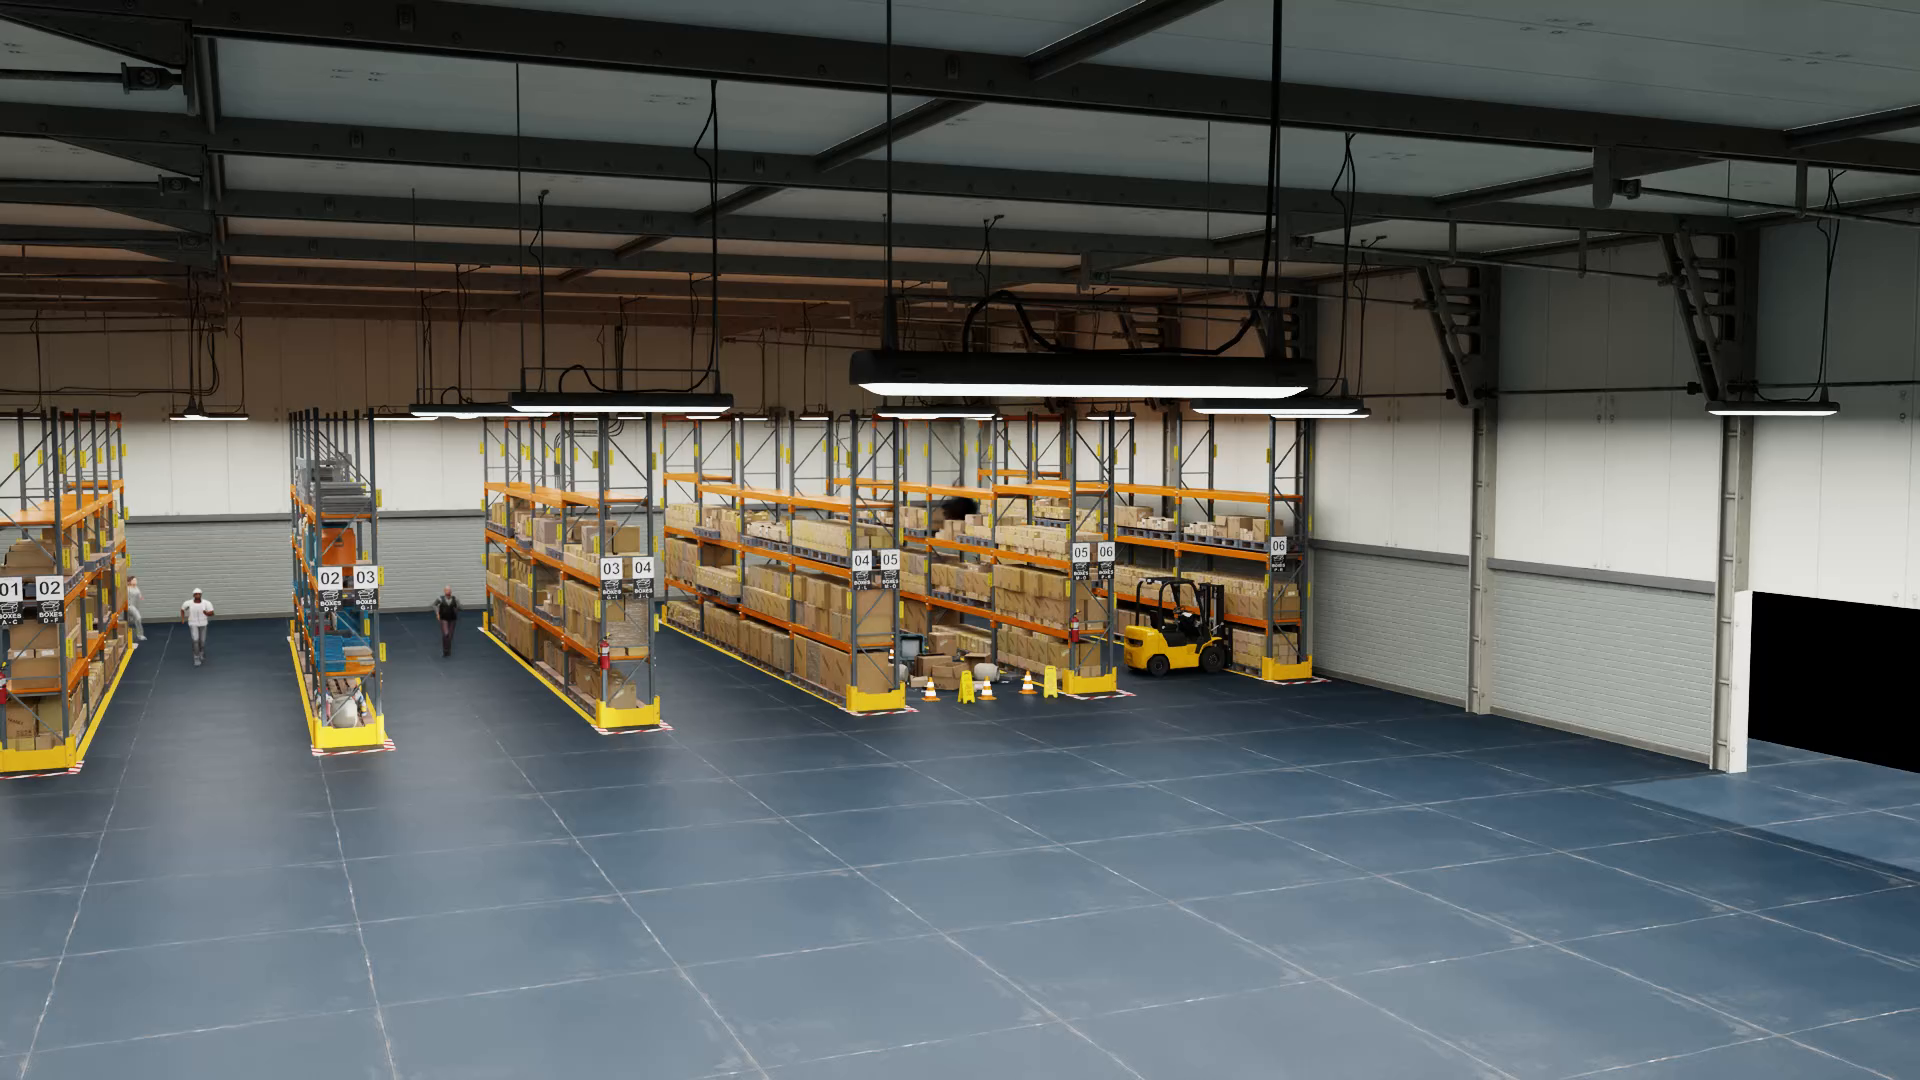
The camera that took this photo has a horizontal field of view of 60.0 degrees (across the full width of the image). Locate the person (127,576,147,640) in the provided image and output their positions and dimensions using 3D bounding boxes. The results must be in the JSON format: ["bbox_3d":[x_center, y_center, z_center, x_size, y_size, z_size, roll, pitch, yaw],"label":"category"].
[{"bbox_3d":[-21.901,1.800,44.014,0.926,1.673,0.577,1,4,11],"label":"person"}]

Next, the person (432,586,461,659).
[{"bbox_3d":[-12.555,2.017,40.785,0.638,1.784,0.781,-3,5,-34],"label":"person"}]

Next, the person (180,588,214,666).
[{"bbox_3d":[-18.150,2.047,39.620,0.684,1.801,0.893,-3,5,-34],"label":"person"}]

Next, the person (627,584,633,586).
[{"bbox_3d":[-9.618,1.575,47.506,0.761,1.685,0.523,1,4,11],"label":"person"}]
